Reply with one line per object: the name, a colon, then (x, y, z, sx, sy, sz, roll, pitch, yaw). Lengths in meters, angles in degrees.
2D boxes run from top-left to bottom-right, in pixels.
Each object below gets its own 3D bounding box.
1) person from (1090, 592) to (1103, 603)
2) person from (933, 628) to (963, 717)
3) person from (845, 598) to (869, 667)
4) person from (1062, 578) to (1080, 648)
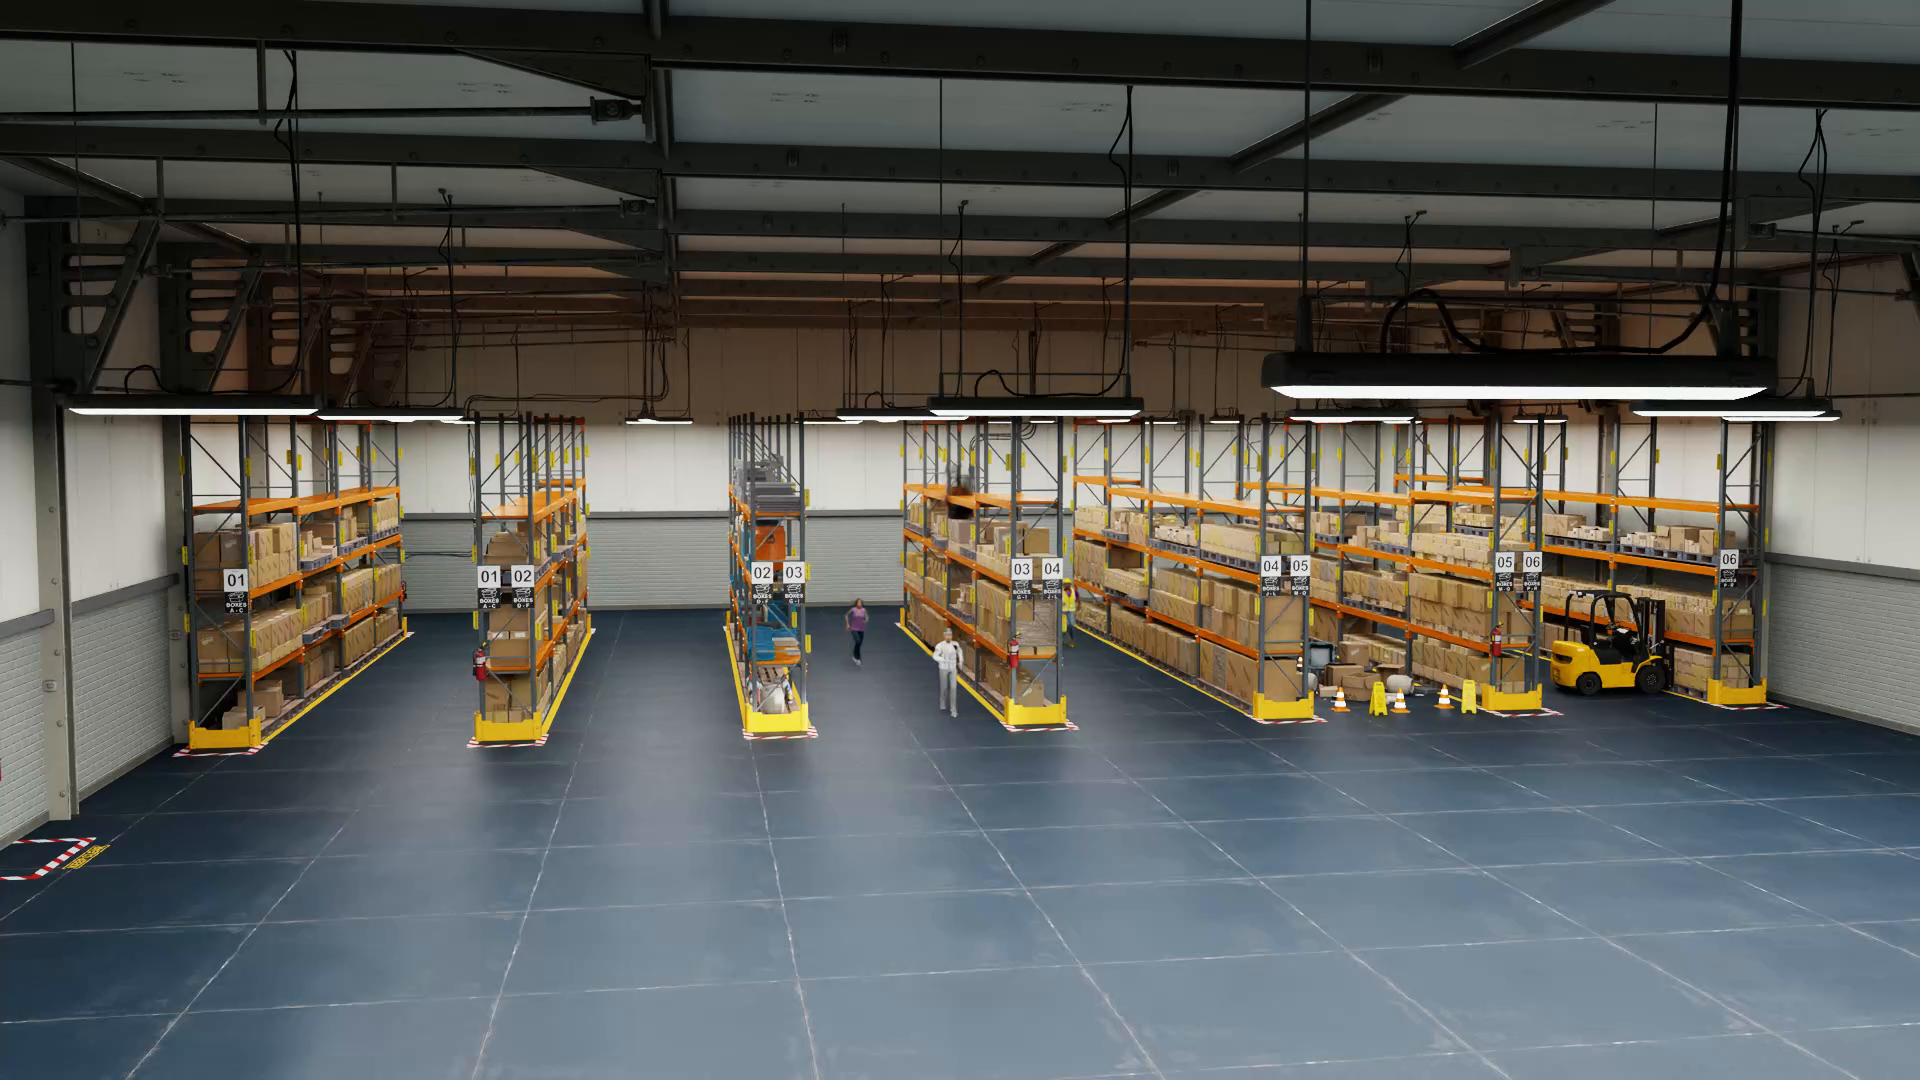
person: (4.209, 1.463, 49.774, 0.780, 1.753, 0.733, -1, 4, -10)
person: (-0.235, 2.607, 33.210, 0.622, 1.730, 0.838, -1, 4, -9)
person: (-2.450, 2.207, 39.941, 0.498, 1.640, 0.786, -2, 4, -25)
person: (2.805, 1.910, 43.341, 0.724, 1.847, 0.757, 0, 4, -7)
